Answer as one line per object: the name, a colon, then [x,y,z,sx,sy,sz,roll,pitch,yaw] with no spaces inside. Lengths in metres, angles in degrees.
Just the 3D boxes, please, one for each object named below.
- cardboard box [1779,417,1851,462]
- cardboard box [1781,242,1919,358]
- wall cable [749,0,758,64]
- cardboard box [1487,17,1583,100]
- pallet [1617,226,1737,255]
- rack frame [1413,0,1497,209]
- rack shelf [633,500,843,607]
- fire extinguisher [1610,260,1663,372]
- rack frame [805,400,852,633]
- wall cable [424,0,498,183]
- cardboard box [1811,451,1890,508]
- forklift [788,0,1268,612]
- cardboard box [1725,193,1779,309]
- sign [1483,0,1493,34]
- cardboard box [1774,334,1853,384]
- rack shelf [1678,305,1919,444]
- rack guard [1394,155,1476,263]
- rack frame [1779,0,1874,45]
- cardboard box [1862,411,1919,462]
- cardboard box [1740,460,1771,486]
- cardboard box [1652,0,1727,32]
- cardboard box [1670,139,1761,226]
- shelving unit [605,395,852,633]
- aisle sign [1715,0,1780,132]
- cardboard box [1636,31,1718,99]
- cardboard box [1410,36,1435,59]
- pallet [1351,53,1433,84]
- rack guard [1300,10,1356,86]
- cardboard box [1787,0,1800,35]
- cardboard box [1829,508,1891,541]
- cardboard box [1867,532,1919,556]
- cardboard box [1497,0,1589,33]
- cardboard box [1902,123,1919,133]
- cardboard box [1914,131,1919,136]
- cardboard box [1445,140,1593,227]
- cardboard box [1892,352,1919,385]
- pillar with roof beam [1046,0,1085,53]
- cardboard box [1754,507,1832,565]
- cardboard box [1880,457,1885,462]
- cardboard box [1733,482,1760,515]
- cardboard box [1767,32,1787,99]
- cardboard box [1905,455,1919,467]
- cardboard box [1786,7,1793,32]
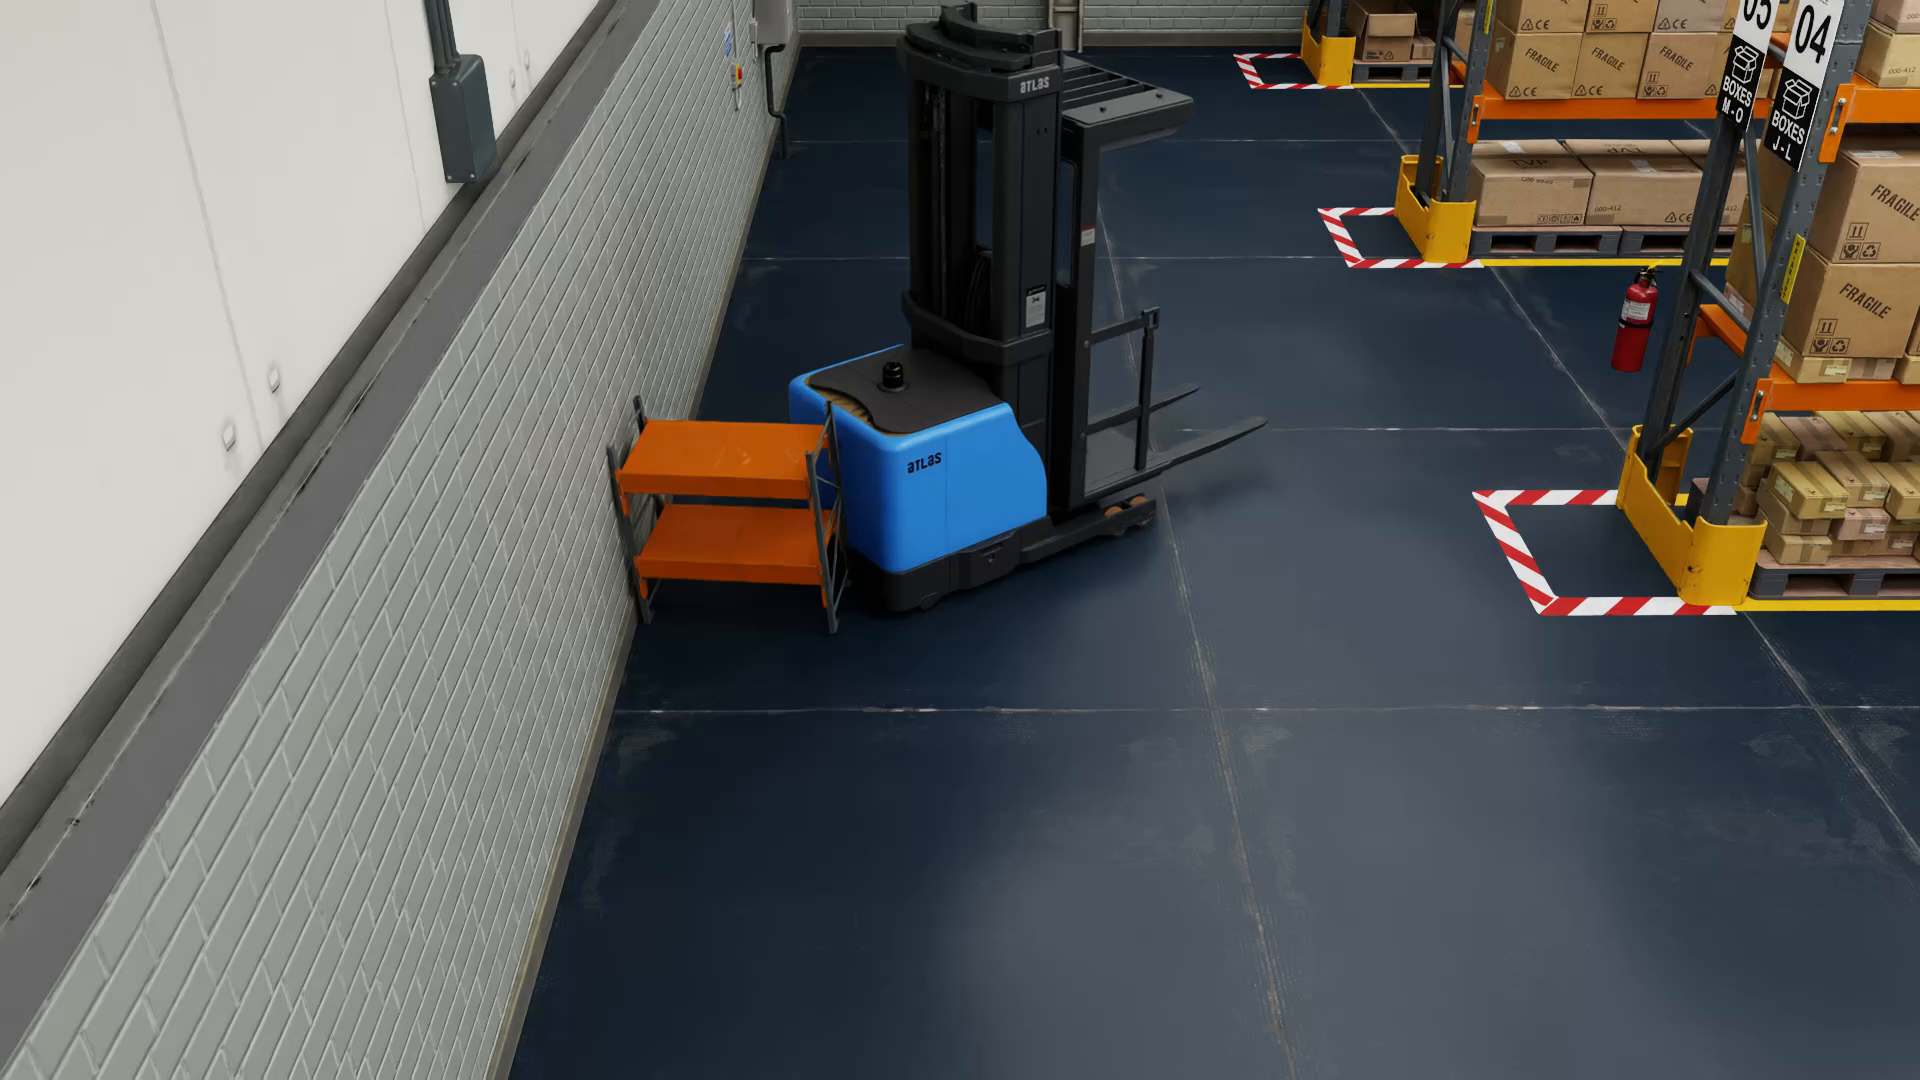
cardboard box: [4.820,-0.548,9.420,0.250,0.149,0.380,0,31,1]
cardboard box: [4.491,-1.256,8.435,0.500,0.500,0.500,1,31,2]
wall cable: [-1.749,-4.936,13.903,0.122,1.984,0.588,0,31,0]
cardboard box: [4.391,-3.691,12.734,0.500,0.500,0.500,0,31,-1]
pallet: [5.926,-2.649,13.802,1.213,0.211,1.003,0,31,0]
rack frame: [3.910,-3.796,13.003,0.127,3.000,1.000,0,31,0]
rack shelf: [-1.154,0.066,8.818,1.000,0.278,0.538,2,37,9]
fire extinguisher: [3.786,-1.274,9.282,0.183,0.674,0.296,0,31,0]
rack frame: [-0.667,-0.111,8.596,0.032,1.125,0.500,2,37,9]
wall cable: [-1.706,-4.366,5.058,0.120,5.999,2.277,0,31,0]
cardboard box: [4.842,-0.332,9.065,0.250,0.149,0.380,0,31,1]
forklift: [0.533,-1.477,9.247,3.031,2.935,1.130,-21,37,-31]
cardboard box: [4.488,-1.533,8.891,0.500,0.500,0.500,0,31,1]
sign: [3.907,-3.912,12.284,0.005,0.325,0.100,0,31,0]
cardboard box: [4.366,-0.952,8.559,0.250,0.149,0.380,0,31,-1]
rack shelf: [6.041,-0.927,8.969,4.000,0.370,1.077,0,31,0]
rack guard: [3.886,-2.727,13.652,0.348,0.500,1.175,0,31,0]
rack frame: [4.041,-3.793,7.216,0.127,3.000,1.000,0,31,0]
cardboard box: [5.338,-0.582,9.477,0.250,0.149,0.380,-1,31,-2]
cardboard box: [4.567,-0.466,9.572,0.250,0.149,0.380,-1,31,-2]
cardboard box: [5.423,-4.131,12.495,0.500,0.500,0.500,0,31,-1]
cardboard box: [6.386,-2.943,13.663,0.875,0.438,0.875,-1,31,-2]
shelving unit: [-1.169,-0.131,8.674,1.048,1.125,0.538,2,37,9]
aisle sign: [3.966,-2.495,8.354,0.004,0.787,0.394,0,31,0]
cardboard box: [5.406,-3.699,12.748,0.500,0.500,0.500,0,31,-1]
cardboard box: [4.913,-5.265,17.769,0.250,0.149,0.380,-1,31,-2]
pallet: [4.749,-5.181,17.976,1.213,0.211,1.003,0,31,0]
rack guard: [3.952,-5.302,17.896,0.348,0.500,1.175,0,31,0]
cardboard box: [4.494,-2.585,8.261,0.500,0.250,0.500,-1,31,-1]
cardboard box: [4.840,-0.156,9.062,0.250,0.149,0.380,0,31,-1]
cardboard box: [5.076,-0.072,9.210,0.250,0.149,0.380,0,31,0]
cardboard box: [4.391,-4.120,12.477,0.500,0.500,0.500,-1,31,-1]
cardboard box: [5.003,-1.958,8.627,0.500,0.500,0.500,-1,31,-2]
cardboard box: [4.996,-1.694,8.193,0.500,0.500,0.500,1,31,1]
cardboard box: [4.569,-2.934,13.648,0.875,0.438,0.875,-1,31,-2]
cardboard box: [4.890,-0.947,8.551,0.250,0.149,0.380,-1,31,-2]
pillar with roof beam: [1.200,-7.161,12.767,0.400,9.000,9.100,0,31,0]
cardboard box: [4.566,-0.025,9.132,0.250,0.149,0.380,0,31,1]
cardboard box: [5.356,-0.416,9.490,0.250,0.149,0.380,-1,31,-1]
cardboard box: [4.566,-0.299,9.584,0.250,0.149,0.380,0,31,1]
cardboard box: [6.430,-3.703,12.755,0.500,0.500,0.500,-1,31,-1]
cardboard box: [5.342,-0.310,9.029,0.250,0.149,0.380,-2,31,-3]
cardboard box: [6.423,-4.130,12.494,0.500,0.500,0.500,0,31,0]
